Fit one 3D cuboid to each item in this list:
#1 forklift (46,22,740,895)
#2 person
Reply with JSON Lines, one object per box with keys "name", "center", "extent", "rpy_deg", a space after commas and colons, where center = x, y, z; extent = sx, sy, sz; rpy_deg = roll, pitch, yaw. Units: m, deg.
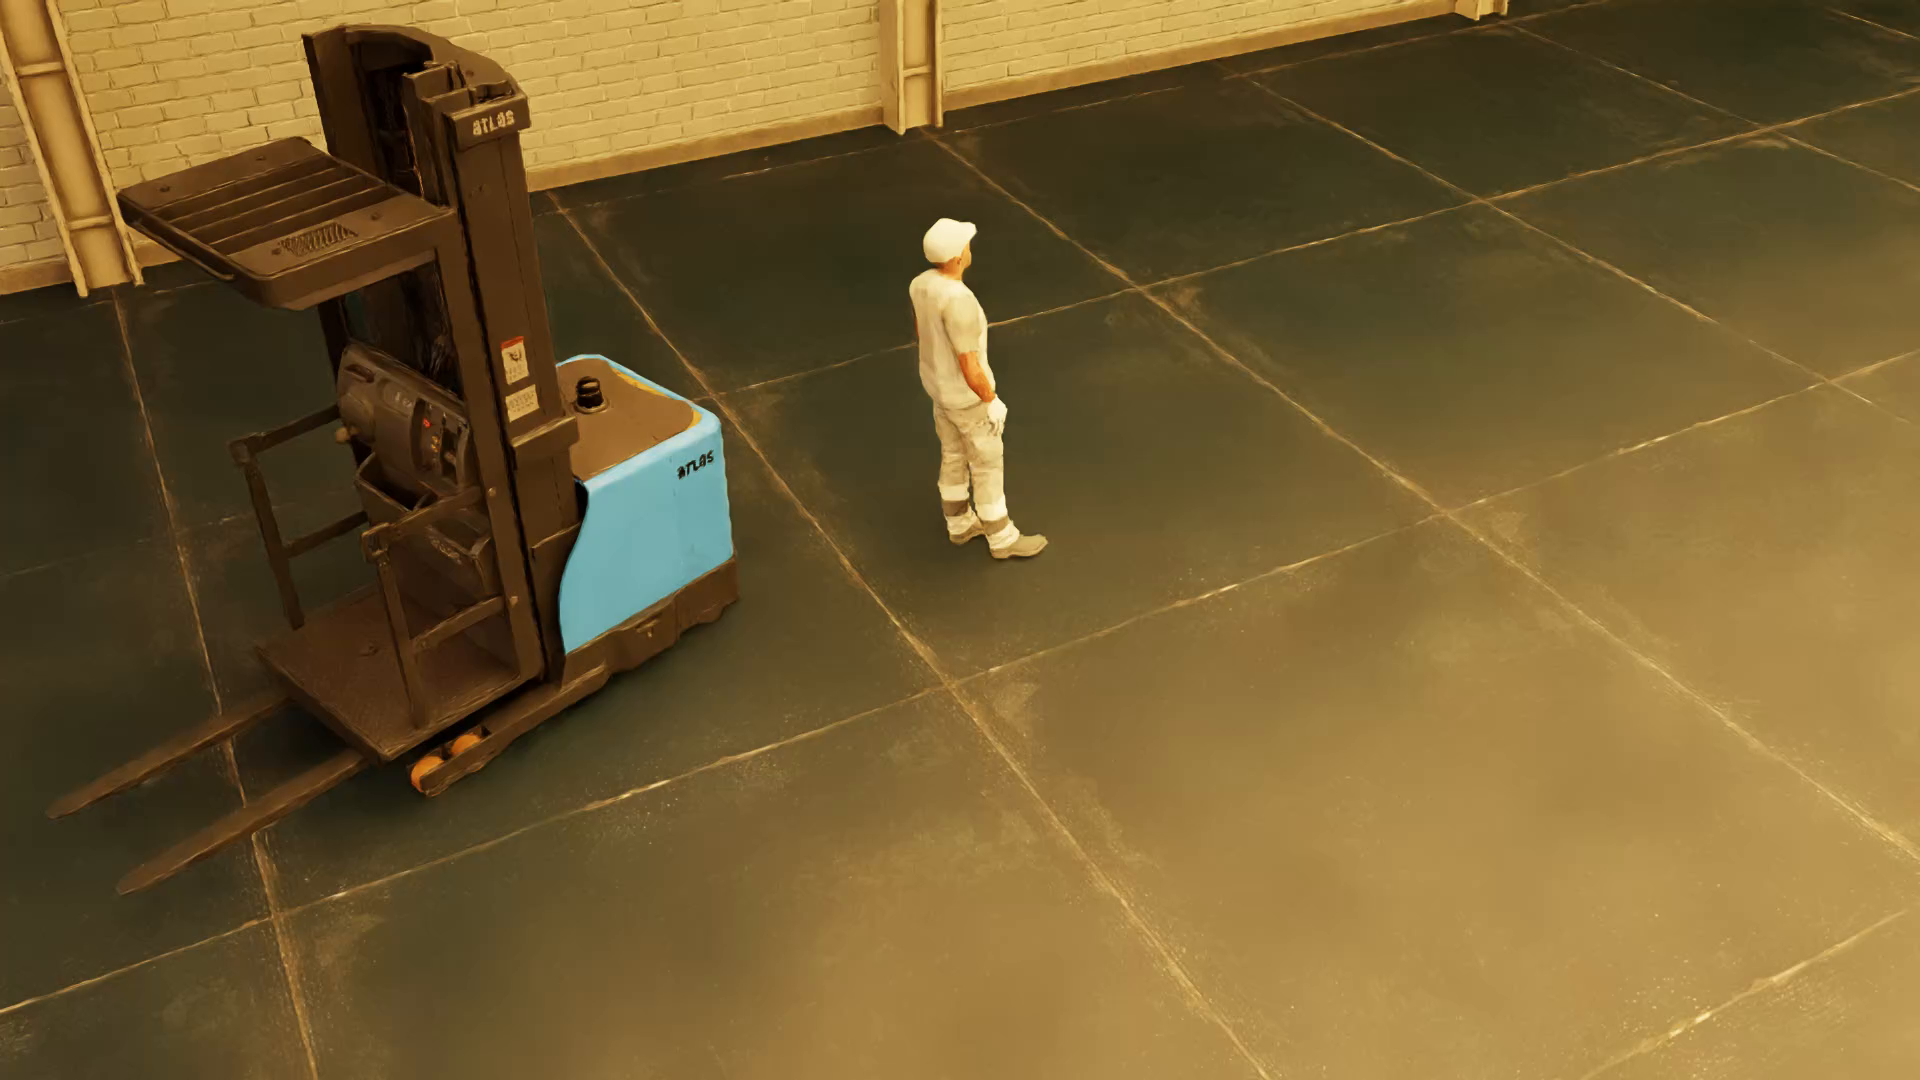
{"name": "forklift", "center": [-2.438, -0.437, 6.741], "extent": [1.130, 2.935, 3.031], "rpy_deg": [27, 44, 33]}
{"name": "person", "center": [0.076, -0.753, 8.165], "extent": [0.563, 1.787, 0.637], "rpy_deg": [-17, 39, -23]}
